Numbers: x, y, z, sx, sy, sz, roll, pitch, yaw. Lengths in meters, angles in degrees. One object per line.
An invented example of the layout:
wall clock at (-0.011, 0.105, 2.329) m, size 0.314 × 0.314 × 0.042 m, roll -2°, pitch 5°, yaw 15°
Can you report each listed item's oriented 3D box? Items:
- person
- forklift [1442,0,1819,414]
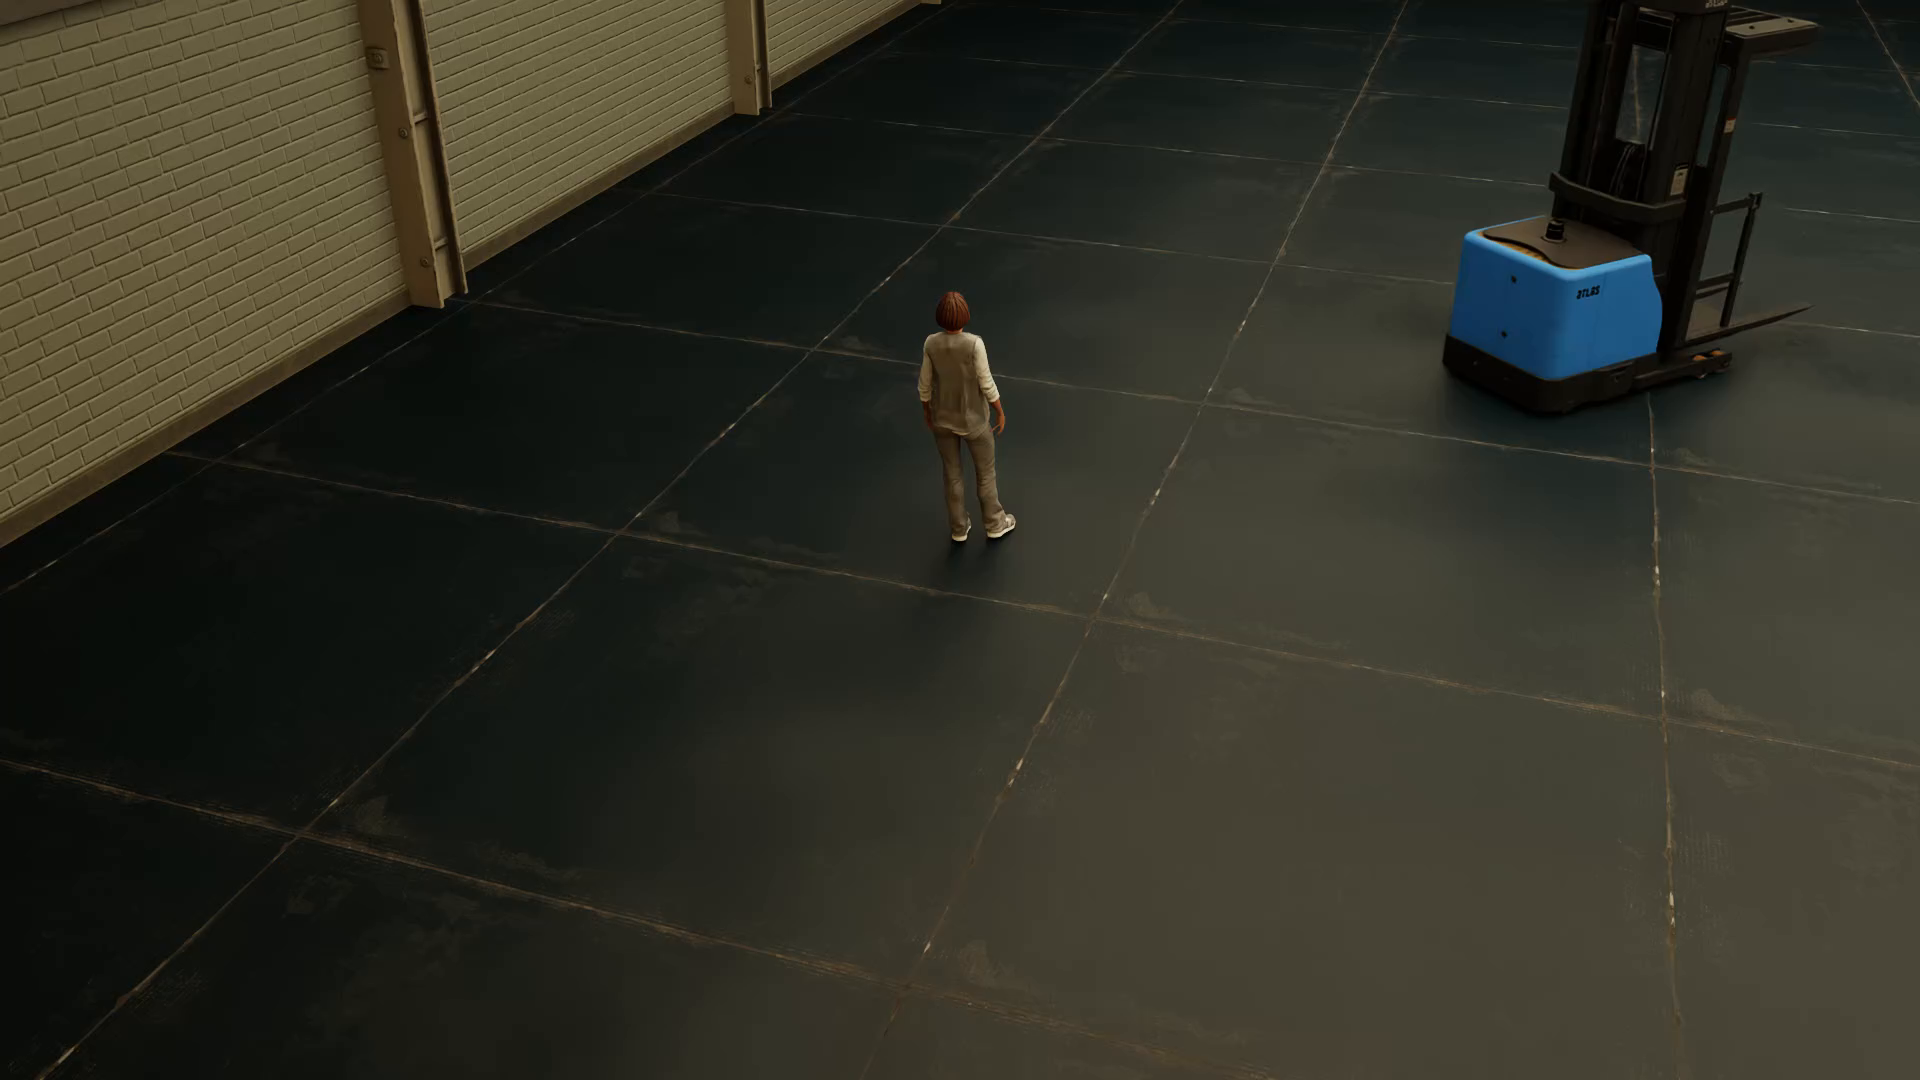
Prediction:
person at (0.037, -0.732, 9.753) m, size 0.520 × 1.597 × 0.475 m, roll 10°, pitch 31°, yaw 16°
forklift at (5.088, -2.668, 11.817) m, size 3.031 × 2.935 × 1.130 m, roll -15°, pitch 33°, yaw -25°
